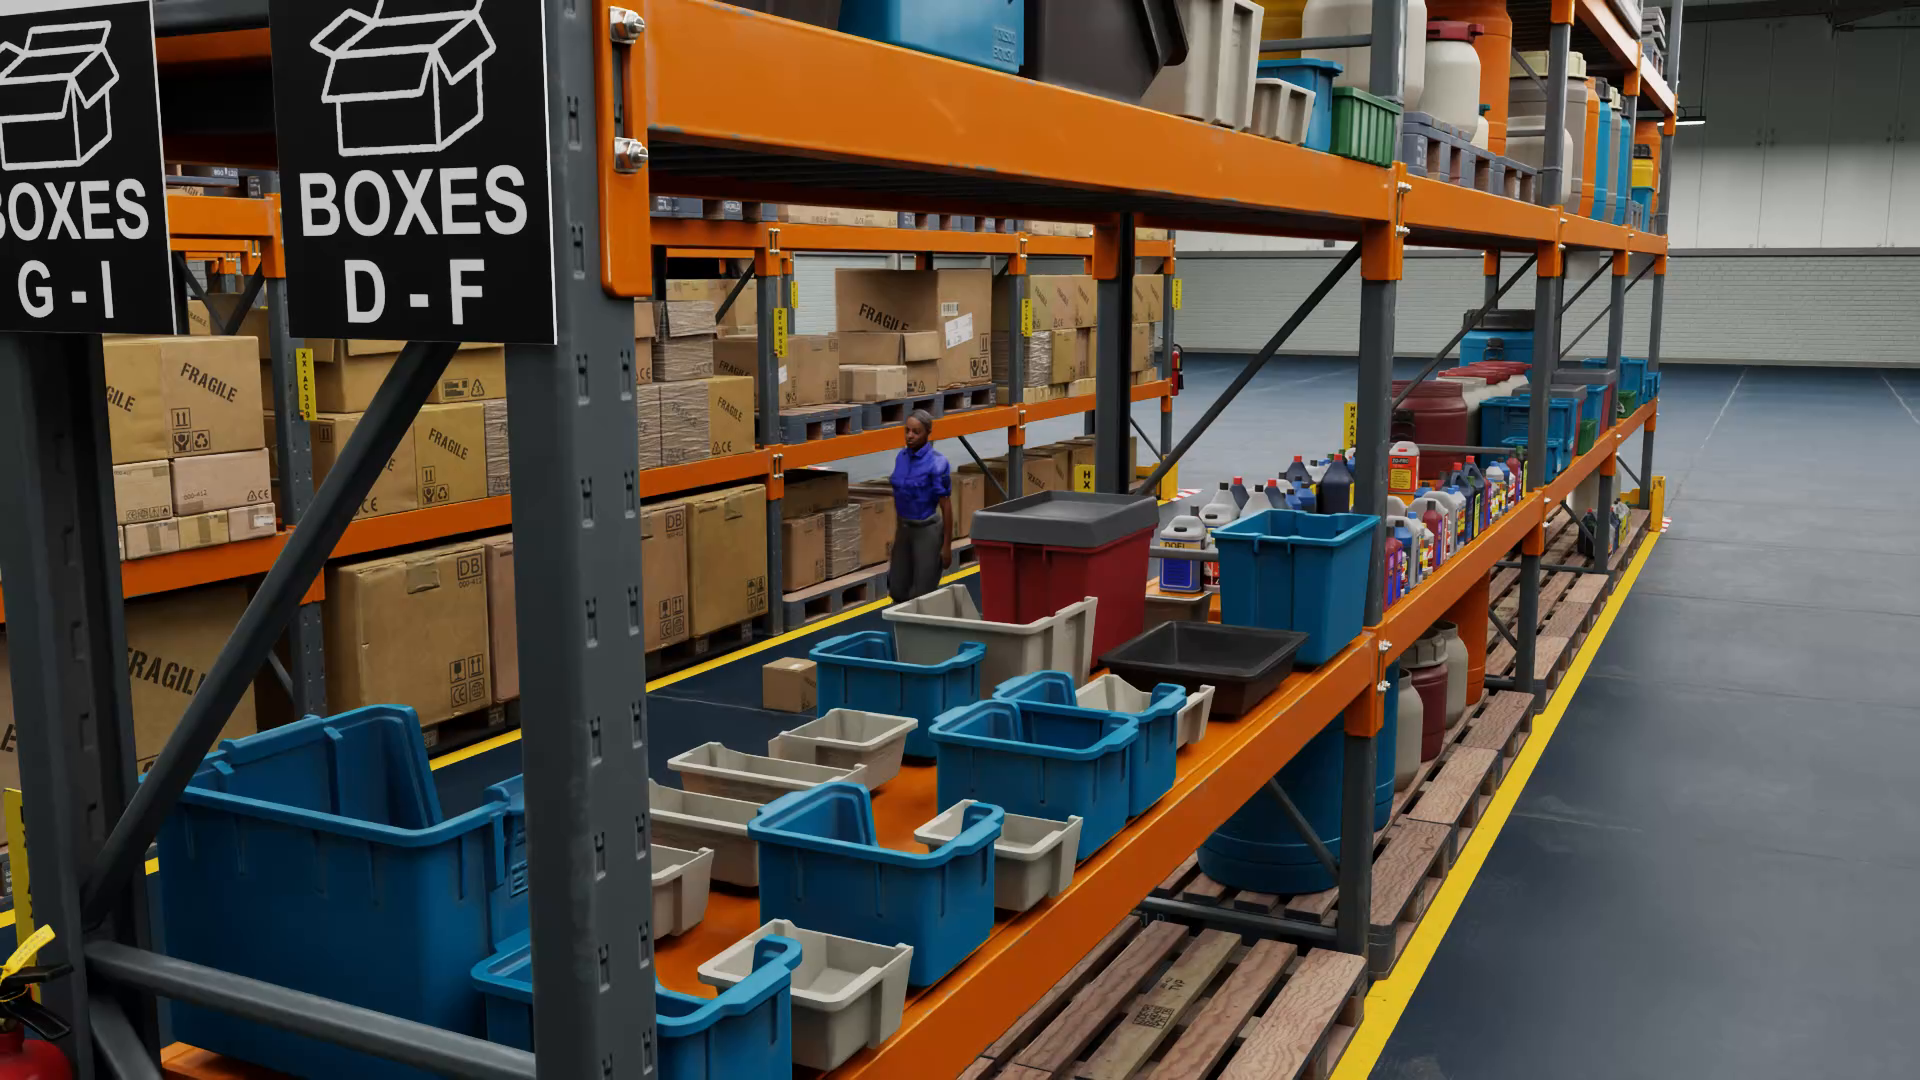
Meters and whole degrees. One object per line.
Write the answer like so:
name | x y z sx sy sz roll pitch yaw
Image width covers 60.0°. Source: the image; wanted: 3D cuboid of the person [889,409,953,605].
person | -0.194 -0.014 10.475 0.527 1.650 0.523 -8 12 -42
